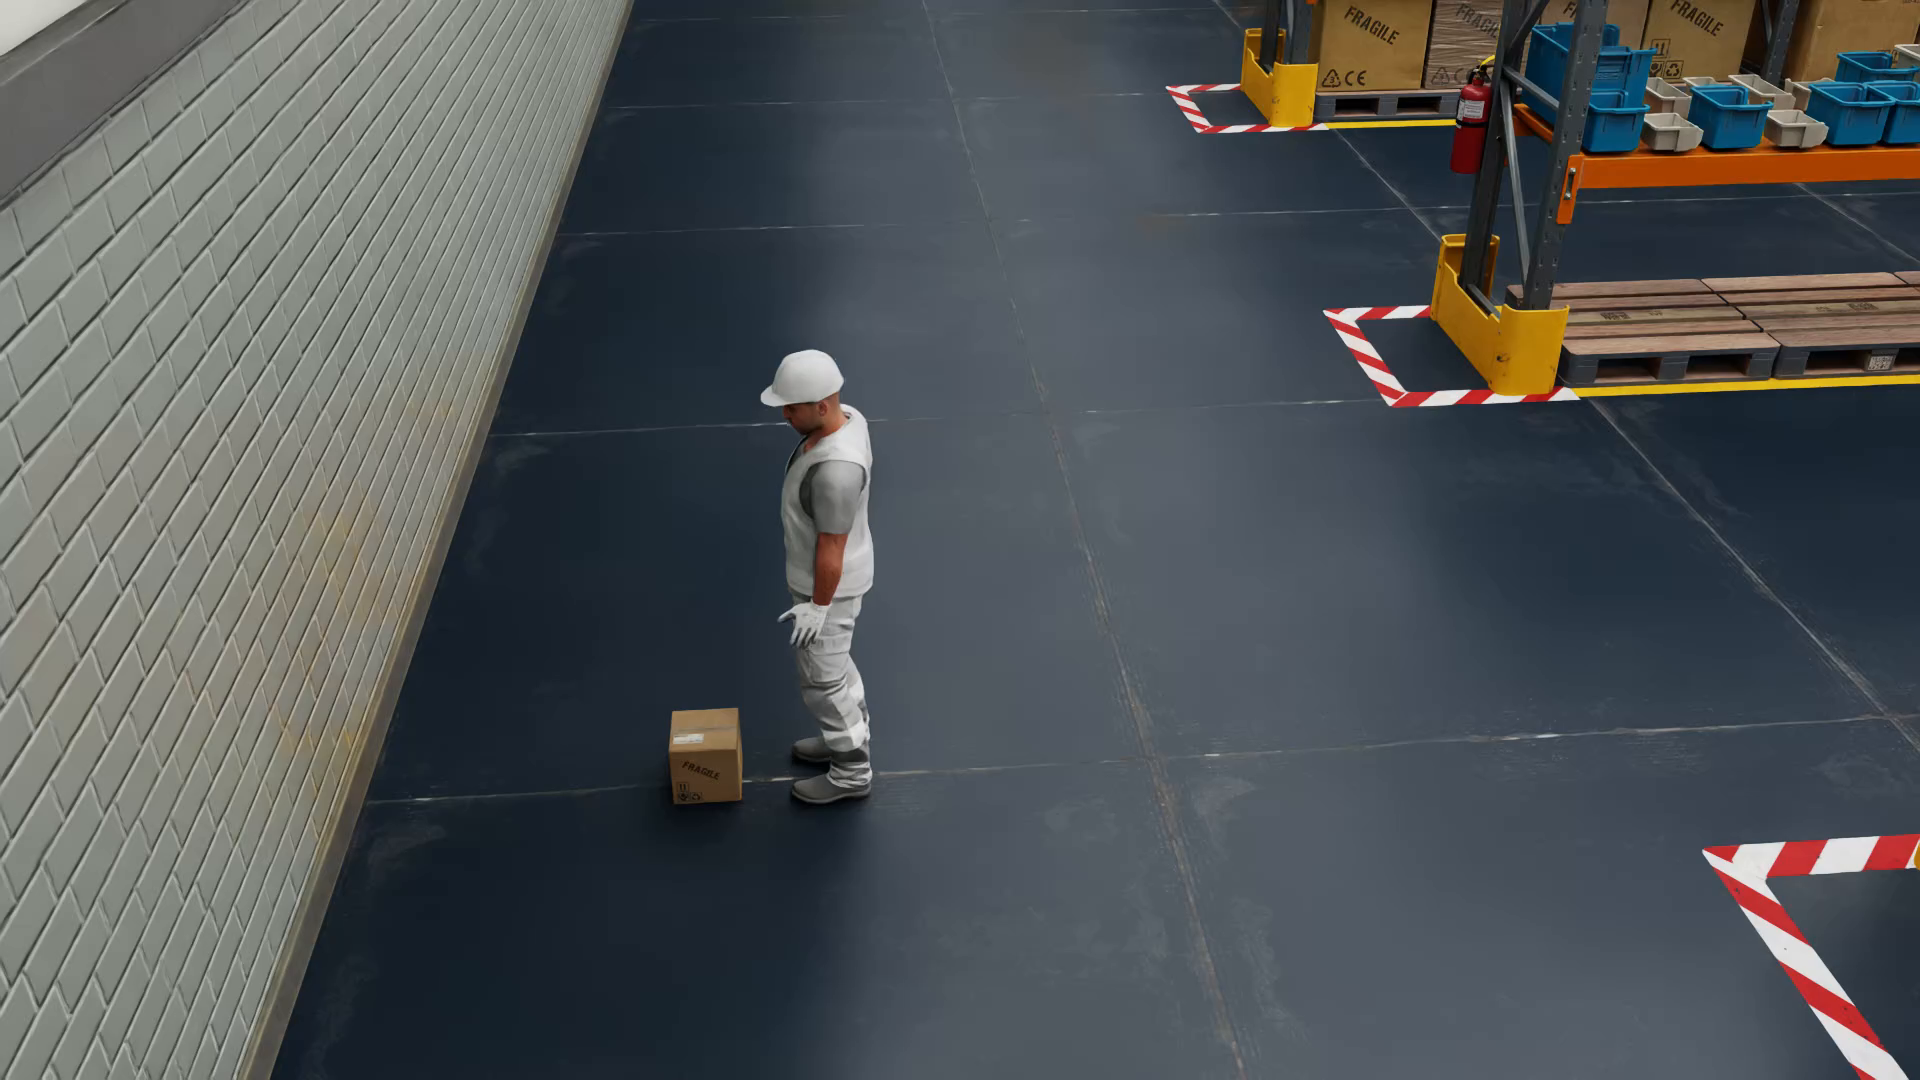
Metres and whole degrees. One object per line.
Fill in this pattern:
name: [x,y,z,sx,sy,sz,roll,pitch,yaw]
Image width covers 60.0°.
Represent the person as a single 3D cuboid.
person: [-0.477,0.146,5.878,0.364,1.776,0.529,-2,31,-4]
